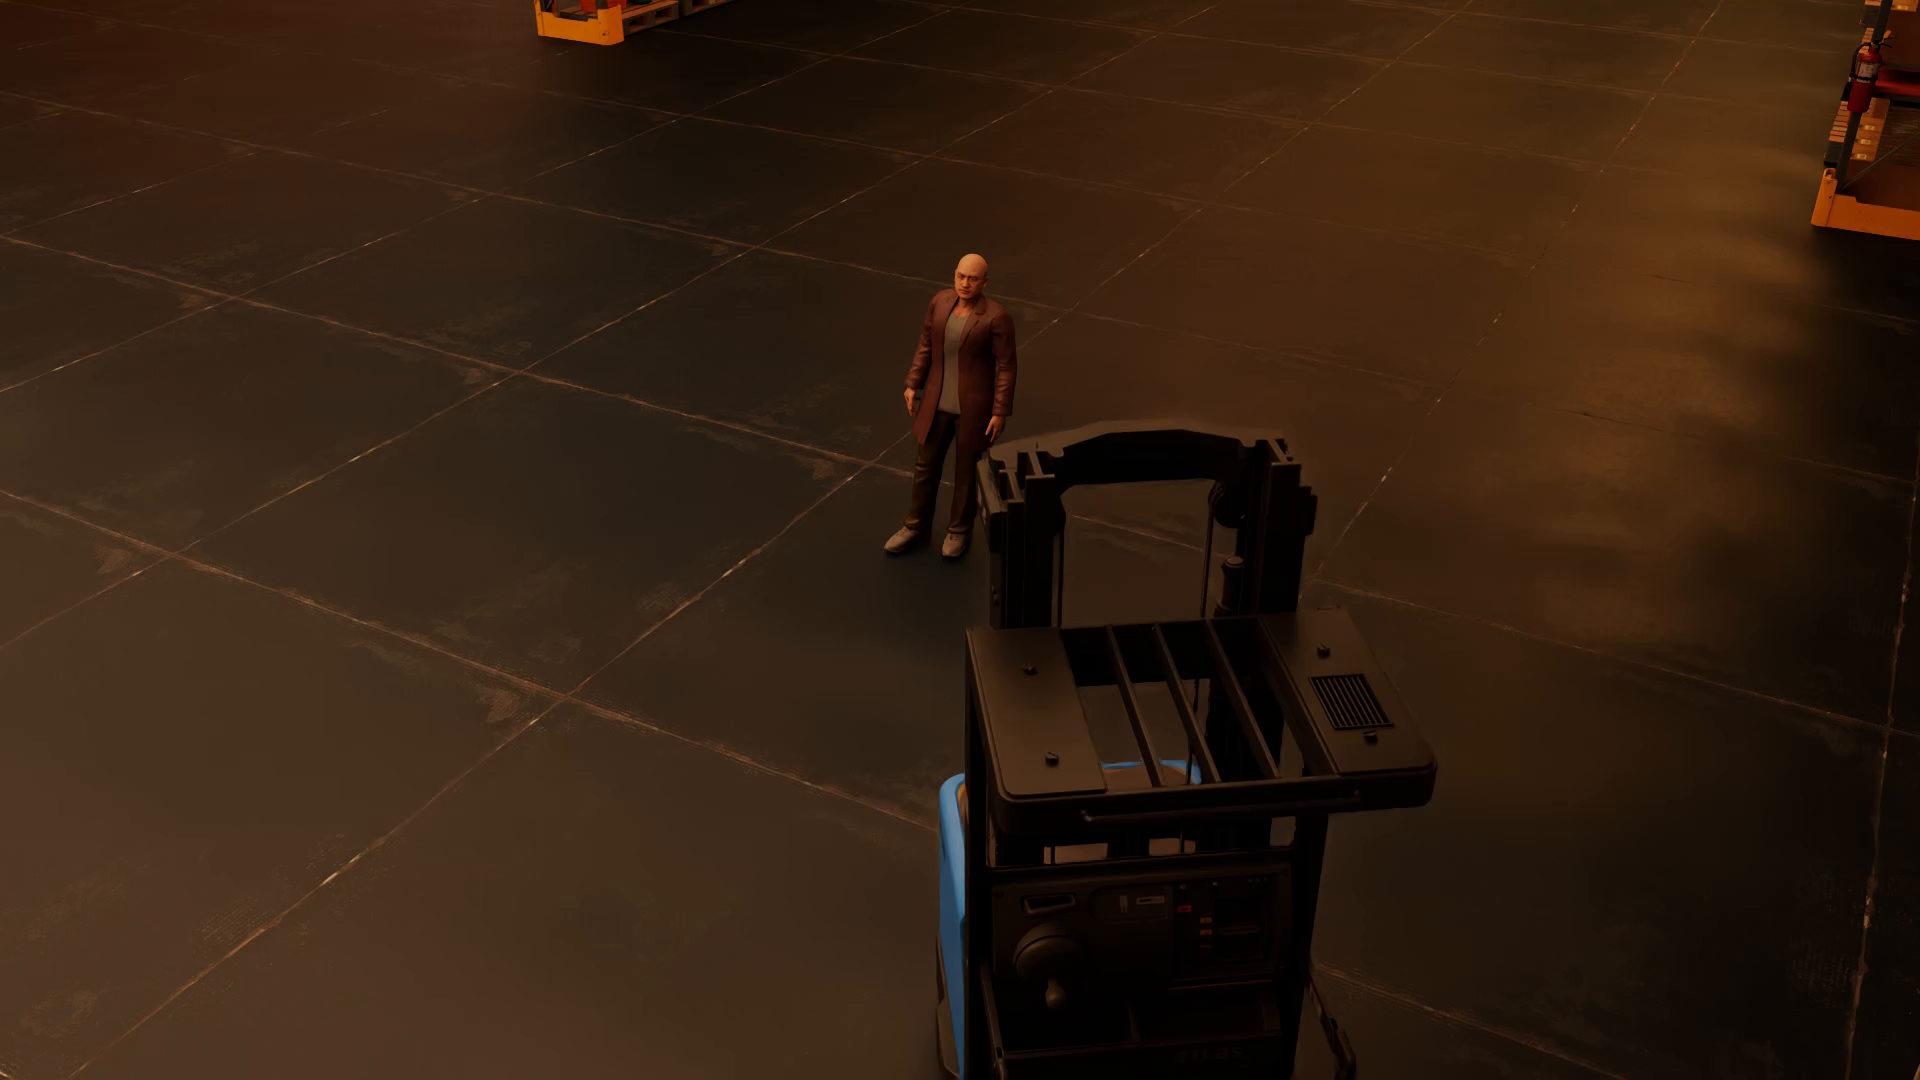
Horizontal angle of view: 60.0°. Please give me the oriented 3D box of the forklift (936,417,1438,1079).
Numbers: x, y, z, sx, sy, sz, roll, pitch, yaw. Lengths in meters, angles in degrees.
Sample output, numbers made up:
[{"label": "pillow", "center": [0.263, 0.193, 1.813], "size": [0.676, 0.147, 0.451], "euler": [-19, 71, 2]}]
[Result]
[{"label": "forklift", "center": [0.586, 1.252, 4.901], "size": [1.130, 2.935, 3.031], "euler": [-3, 30, -6]}]

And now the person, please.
[{"label": "person", "center": [-0.048, -0.737, 9.487], "size": [0.696, 1.778, 0.579], "euler": [15, 33, 25]}]
